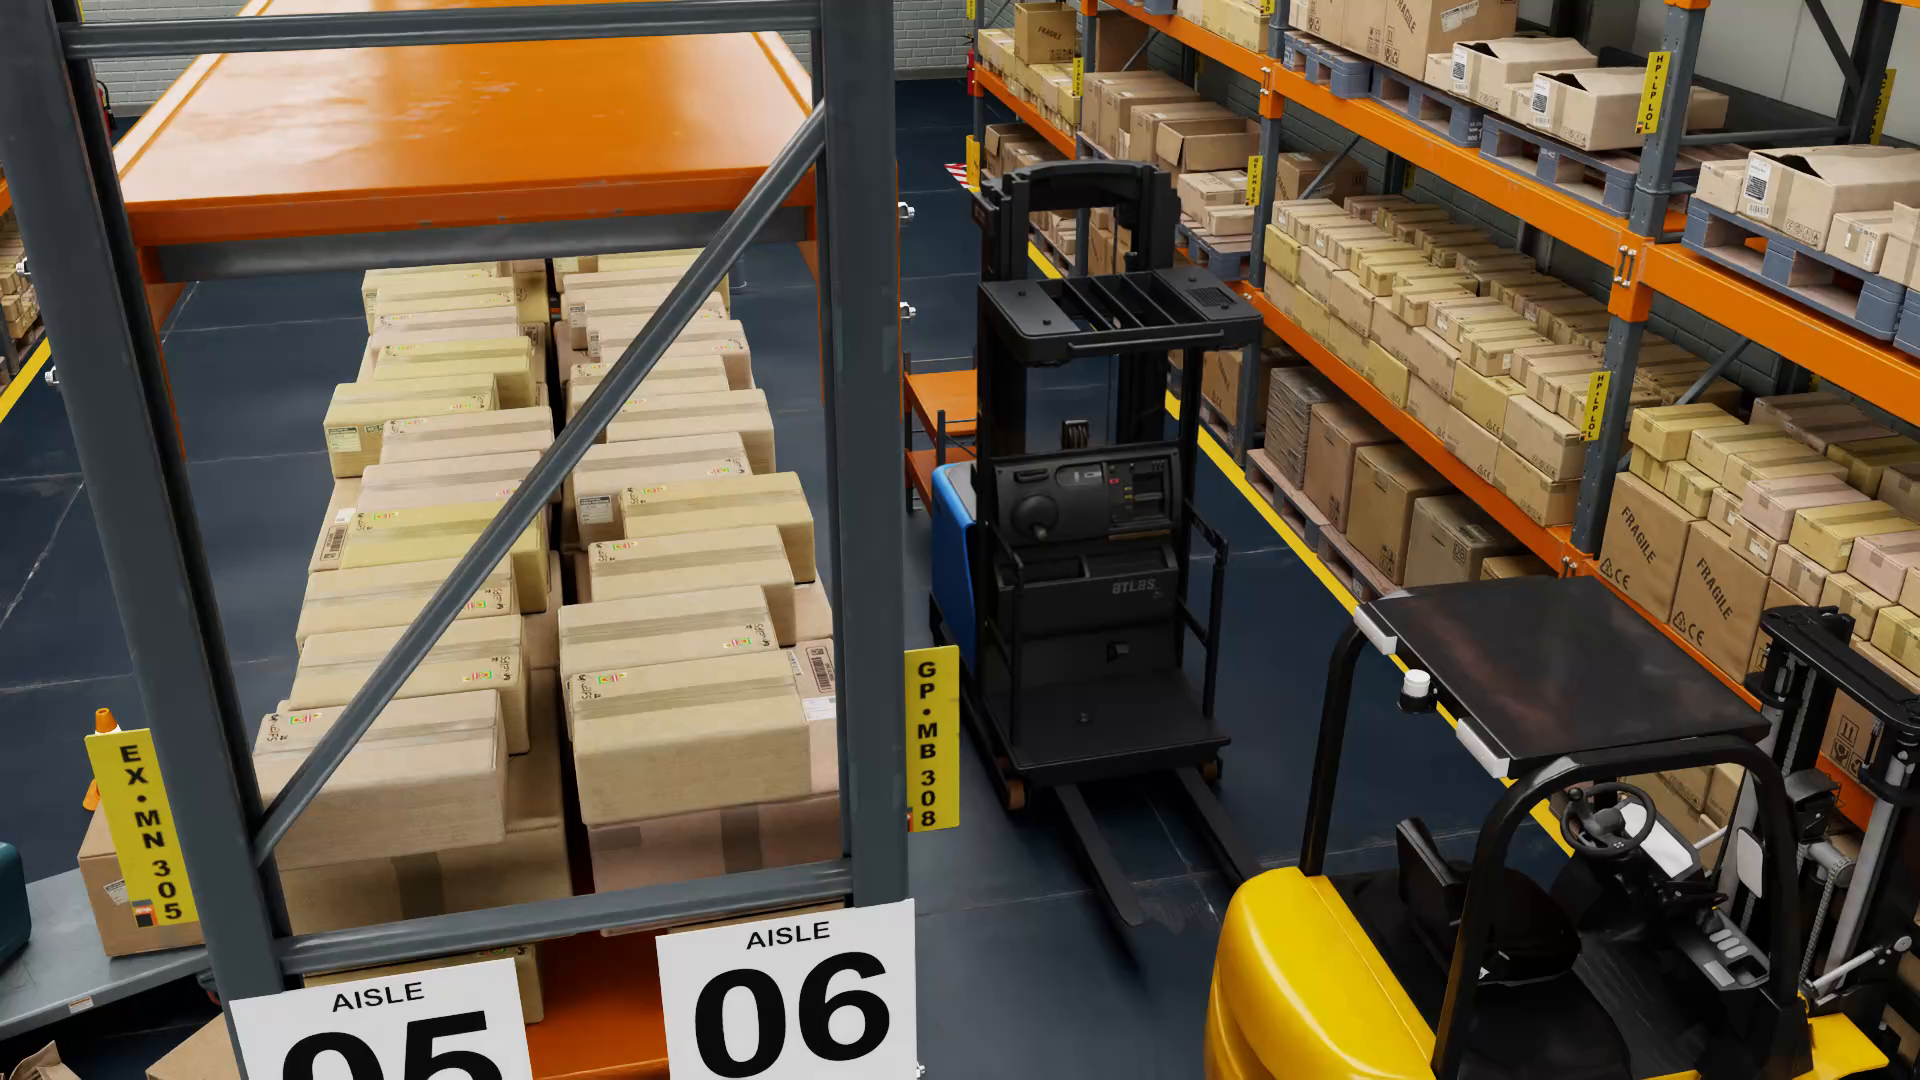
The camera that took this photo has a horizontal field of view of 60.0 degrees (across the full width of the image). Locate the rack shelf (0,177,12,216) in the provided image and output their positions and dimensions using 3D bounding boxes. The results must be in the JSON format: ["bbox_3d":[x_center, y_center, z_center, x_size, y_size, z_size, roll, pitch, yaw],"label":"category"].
[{"bbox_3d":[-8.534,-3.188,14.535,1.077,0.370,4.000,-6,27,-12],"label":"rack shelf"}]

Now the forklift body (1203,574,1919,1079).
[{"bbox_3d":[2.051,1.316,5.755,2.313,2.155,1.214,-6,27,-12],"label":"forklift body"}]

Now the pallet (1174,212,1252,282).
[{"bbox_3d":[2.232,-2.132,11.858,1.213,0.211,1.003,-6,27,-12],"label":"pallet"}]

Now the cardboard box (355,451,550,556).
[{"bbox_3d":[-1.094,-0.063,3.611,0.380,0.149,0.250,-6,27,-12],"label":"cardboard box"}]

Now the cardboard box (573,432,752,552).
[{"bbox_3d":[-0.662,-0.111,3.706,0.380,0.149,0.250,-6,27,-12],"label":"cardboard box"}]

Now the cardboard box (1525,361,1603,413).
[{"bbox_3d":[2.986,-0.745,8.065,0.380,0.149,0.250,-6,27,-12],"label":"cardboard box"}]

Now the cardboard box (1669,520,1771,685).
[{"bbox_3d":[3.334,0.232,6.850,0.500,0.500,0.500,-5,27,-11],"label":"cardboard box"}]

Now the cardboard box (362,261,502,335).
[{"bbox_3d":[-1.556,-0.731,4.935,0.380,0.149,0.250,-6,27,-12],"label":"cardboard box"}]

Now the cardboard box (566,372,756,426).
[{"bbox_3d":[-0.774,-0.236,4.395,0.500,0.250,0.500,-5,27,-10],"label":"cardboard box"}]

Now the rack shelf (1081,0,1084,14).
[{"bbox_3d":[1.101,-5.579,15.945,1.077,0.370,4.000,-6,27,-12],"label":"rack shelf"}]

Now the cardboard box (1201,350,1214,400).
[{"bbox_3d":[2.046,-1.384,12.470,0.500,0.500,0.500,-6,27,-12],"label":"cardboard box"}]

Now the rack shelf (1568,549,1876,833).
[{"bbox_3d":[3.805,1.028,6.183,1.077,0.370,4.000,-6,27,-12],"label":"rack shelf"}]

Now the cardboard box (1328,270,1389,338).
[{"bbox_3d":[2.527,-1.413,9.831,0.500,0.250,0.500,-7,28,-13],"label":"cardboard box"}]

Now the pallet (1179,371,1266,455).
[{"bbox_3d":[2.322,-1.014,12.525,1.003,0.211,1.213,-6,27,-12],"label":"pallet"}]

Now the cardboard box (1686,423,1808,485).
[{"bbox_3d":[3.302,-0.364,6.982,0.380,0.149,0.250,-6,27,-11],"label":"cardboard box"}]

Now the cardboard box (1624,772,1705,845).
[{"bbox_3d":[3.278,1.110,7.252,0.500,0.250,0.500,-6,27,-12],"label":"cardboard box"}]

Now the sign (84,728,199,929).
[{"bbox_3d":[-1.124,0.403,2.310,0.100,0.325,0.005,-6,27,-12],"label":"sign"}]

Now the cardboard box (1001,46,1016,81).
[{"bbox_3d":[0.721,-4.835,16.837,0.500,0.250,0.500,-6,27,-13],"label":"cardboard box"}]

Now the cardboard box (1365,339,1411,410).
[{"bbox_3d":[2.662,-0.966,9.502,0.500,0.250,0.500,-5,27,-10],"label":"cardboard box"}]

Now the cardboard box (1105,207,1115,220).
[{"bbox_3d":[1.479,-2.884,14.392,0.380,0.149,0.250,-7,28,-14],"label":"cardboard box"}]

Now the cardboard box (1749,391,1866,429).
[{"bbox_3d":[3.721,-0.529,7.308,0.380,0.149,0.250,-6,27,-11],"label":"cardboard box"}]

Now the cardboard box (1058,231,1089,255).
[{"bbox_3d":[1.140,-2.813,15.692,0.380,0.149,0.250,-7,28,-13],"label":"cardboard box"}]

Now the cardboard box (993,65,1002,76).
[{"bbox_3d":[0.560,-5.048,17.701,0.380,0.149,0.250,-5,27,-10],"label":"cardboard box"}]

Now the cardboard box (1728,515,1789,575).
[{"bbox_3d":[3.299,0.002,6.586,0.380,0.149,0.250,-5,27,-10],"label":"cardboard box"}]

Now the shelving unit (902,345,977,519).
[{"bbox_3d":[-0.002,-0.505,10.502,0.538,1.125,1.048,-6,27,-12],"label":"shelving unit"}]

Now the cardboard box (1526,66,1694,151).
[{"bbox_3d":[2.954,-1.996,7.568,0.500,0.311,0.500,-7,28,-13],"label":"cardboard box"}]

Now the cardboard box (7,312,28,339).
[{"bbox_3d":[-7.852,-1.738,13.562,0.380,0.149,0.250,-7,28,-14],"label":"cardboard box"}]

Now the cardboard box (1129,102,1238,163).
[{"bbox_3d":[1.737,-3.109,13.003,0.700,0.500,0.500,-6,27,-12],"label":"cardboard box"}]

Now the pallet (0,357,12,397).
[{"bbox_3d":[-7.906,-1.044,12.585,1.003,0.211,1.213,-6,27,-12],"label":"pallet"}]

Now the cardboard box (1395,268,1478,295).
[{"bbox_3d":[2.692,-1.422,9.407,0.380,0.149,0.250,-6,27,-12],"label":"cardboard box"}]

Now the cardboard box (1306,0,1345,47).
[{"bbox_3d":[2.379,-3.201,9.745,0.500,0.500,0.500,-6,27,-11],"label":"cardboard box"}]

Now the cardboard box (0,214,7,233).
[{"bbox_3d":[-8.896,-2.847,15.099,0.380,0.149,0.250,-5,27,-10],"label":"cardboard box"}]

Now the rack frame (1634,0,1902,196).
[{"bbox_3d":[3.355,-2.850,6.409,1.000,3.000,0.127,-6,27,-12],"label":"rack frame"}]

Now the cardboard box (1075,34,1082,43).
[{"bbox_3d":[1.128,-5.104,17.369,0.500,0.250,0.500,-6,27,-11],"label":"cardboard box"}]

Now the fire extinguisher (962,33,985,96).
[{"bbox_3d":[0.167,-5.256,18.334,0.296,0.674,0.183,-6,27,-12],"label":"fire extinguisher"}]

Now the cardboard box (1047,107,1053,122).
[{"bbox_3d":[1.039,-4.027,15.679,0.380,0.149,0.250,-5,27,-10],"label":"cardboard box"}]

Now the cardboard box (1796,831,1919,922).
[{"bbox_3d":[3.497,1.340,6.241,0.500,0.250,0.500,-7,28,-13],"label":"cardboard box"}]

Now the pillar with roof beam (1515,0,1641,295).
[{"bbox_3d":[-0.569,-3.688,8.069,9.100,9.000,0.400,-6,27,-12],"label":"pillar with roof beam"}]

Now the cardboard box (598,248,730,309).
[{"bbox_3d":[-0.905,-0.801,5.074,0.380,0.149,0.250,-5,27,-10],"label":"cardboard box"}]

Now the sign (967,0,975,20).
[{"bbox_3d":[0.122,-5.771,17.894,0.100,0.325,0.005,-6,27,-12],"label":"sign"}]

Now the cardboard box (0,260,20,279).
[{"bbox_3d":[-8.068,-2.216,13.850,0.380,0.149,0.250,-6,27,-12],"label":"cardboard box"}]

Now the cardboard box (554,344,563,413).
[{"bbox_3d":[-1.481,-0.513,5.387,0.380,0.149,0.250,-6,27,-12],"label":"cardboard box"}]

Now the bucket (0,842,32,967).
[{"bbox_3d":[-4.003,1.490,6.416,0.726,0.611,0.620,3,17,6],"label":"bucket"}]

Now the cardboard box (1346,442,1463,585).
[{"bbox_3d":[2.887,-0.198,9.983,0.875,0.625,0.625,-7,28,-14],"label":"cardboard box"}]

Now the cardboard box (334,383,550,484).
[{"bbox_3d":[-1.307,-0.182,4.288,0.500,0.250,0.500,-6,27,-11],"label":"cardboard box"}]

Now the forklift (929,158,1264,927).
[{"bbox_3d":[0.678,-0.176,7.847,1.130,2.935,3.031,-6,27,-12],"label":"forklift"}]

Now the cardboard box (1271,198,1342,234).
[{"bbox_3d":[2.238,-2.092,10.735,0.380,0.149,0.250,-5,27,-10],"label":"cardboard box"}]

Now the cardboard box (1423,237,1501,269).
[{"bbox_3d":[2.997,-1.693,9.944,0.380,0.149,0.250,-6,27,-12],"label":"cardboard box"}]

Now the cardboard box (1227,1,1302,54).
[{"bbox_3d":[2.101,-3.400,10.995,0.500,0.250,0.500,-7,28,-13],"label":"cardboard box"}]

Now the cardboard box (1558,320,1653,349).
[{"bbox_3d":[3.342,-1.025,8.620,0.380,0.149,0.250,-6,27,-12],"label":"cardboard box"}]
